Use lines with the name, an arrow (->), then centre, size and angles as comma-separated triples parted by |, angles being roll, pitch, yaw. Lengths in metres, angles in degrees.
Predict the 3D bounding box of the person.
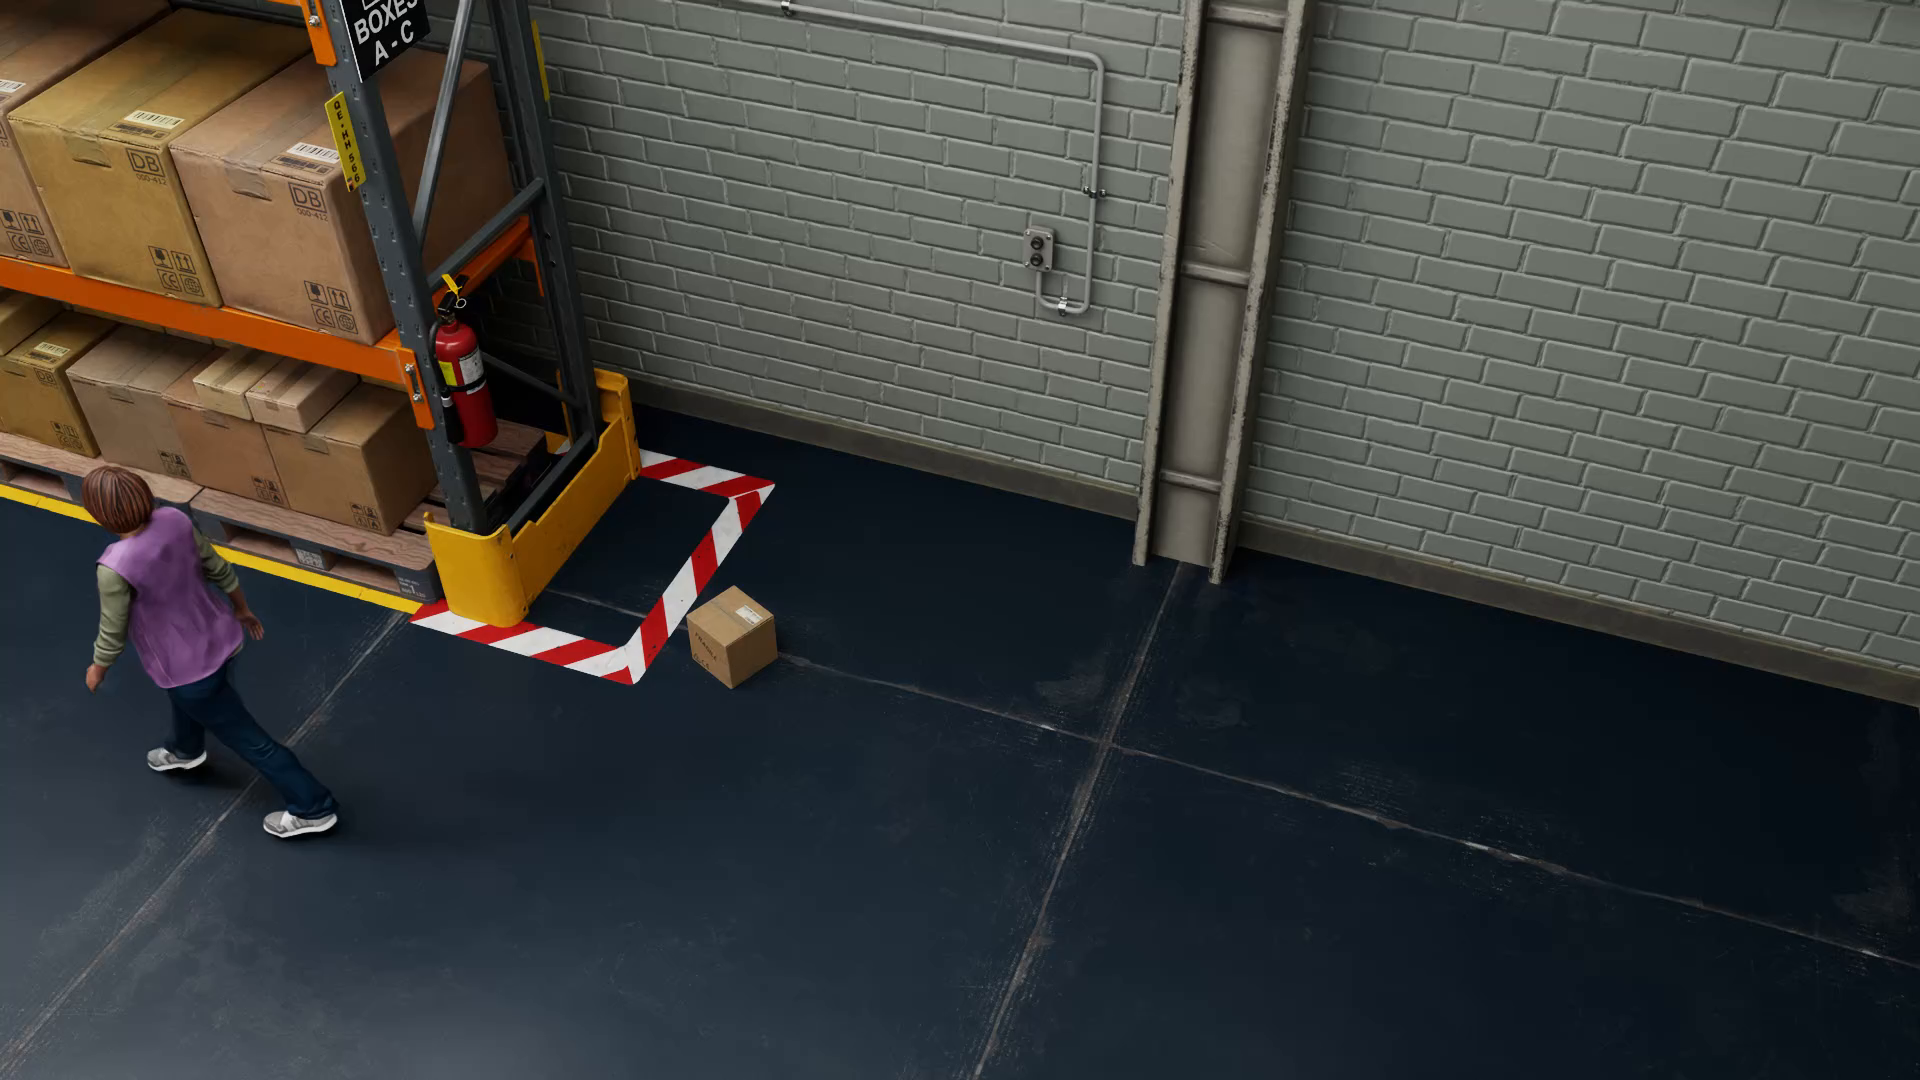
person -> -2.693, 0.375, 5.747 | 0.894, 1.558, 0.491 | 9, 43, 10
